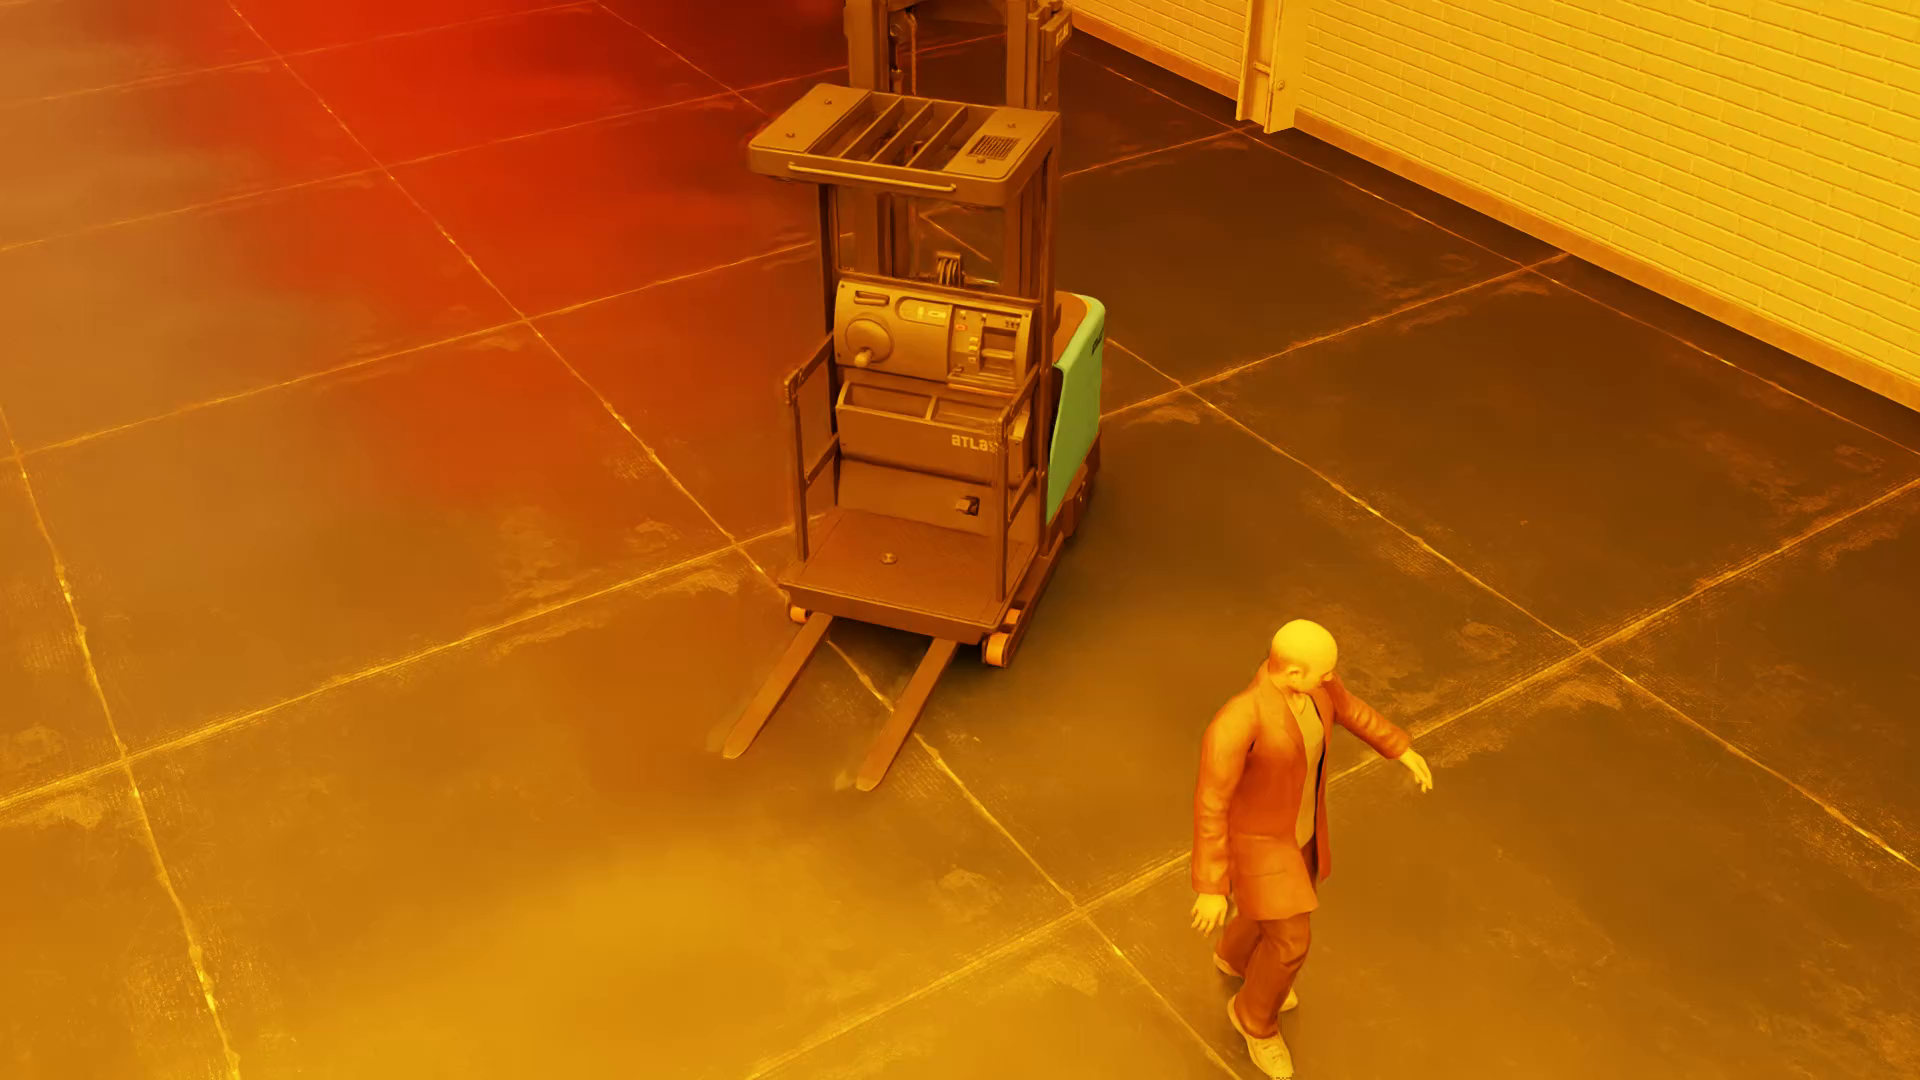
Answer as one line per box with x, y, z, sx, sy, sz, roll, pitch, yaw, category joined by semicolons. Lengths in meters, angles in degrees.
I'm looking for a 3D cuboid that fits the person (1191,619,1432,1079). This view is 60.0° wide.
1.137;1.047;5.731;0.994;1.808;0.557;-29;44;-35;person

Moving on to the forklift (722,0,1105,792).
-0.196;-0.867;7.381;1.130;2.935;3.031;11;37;15;forklift
